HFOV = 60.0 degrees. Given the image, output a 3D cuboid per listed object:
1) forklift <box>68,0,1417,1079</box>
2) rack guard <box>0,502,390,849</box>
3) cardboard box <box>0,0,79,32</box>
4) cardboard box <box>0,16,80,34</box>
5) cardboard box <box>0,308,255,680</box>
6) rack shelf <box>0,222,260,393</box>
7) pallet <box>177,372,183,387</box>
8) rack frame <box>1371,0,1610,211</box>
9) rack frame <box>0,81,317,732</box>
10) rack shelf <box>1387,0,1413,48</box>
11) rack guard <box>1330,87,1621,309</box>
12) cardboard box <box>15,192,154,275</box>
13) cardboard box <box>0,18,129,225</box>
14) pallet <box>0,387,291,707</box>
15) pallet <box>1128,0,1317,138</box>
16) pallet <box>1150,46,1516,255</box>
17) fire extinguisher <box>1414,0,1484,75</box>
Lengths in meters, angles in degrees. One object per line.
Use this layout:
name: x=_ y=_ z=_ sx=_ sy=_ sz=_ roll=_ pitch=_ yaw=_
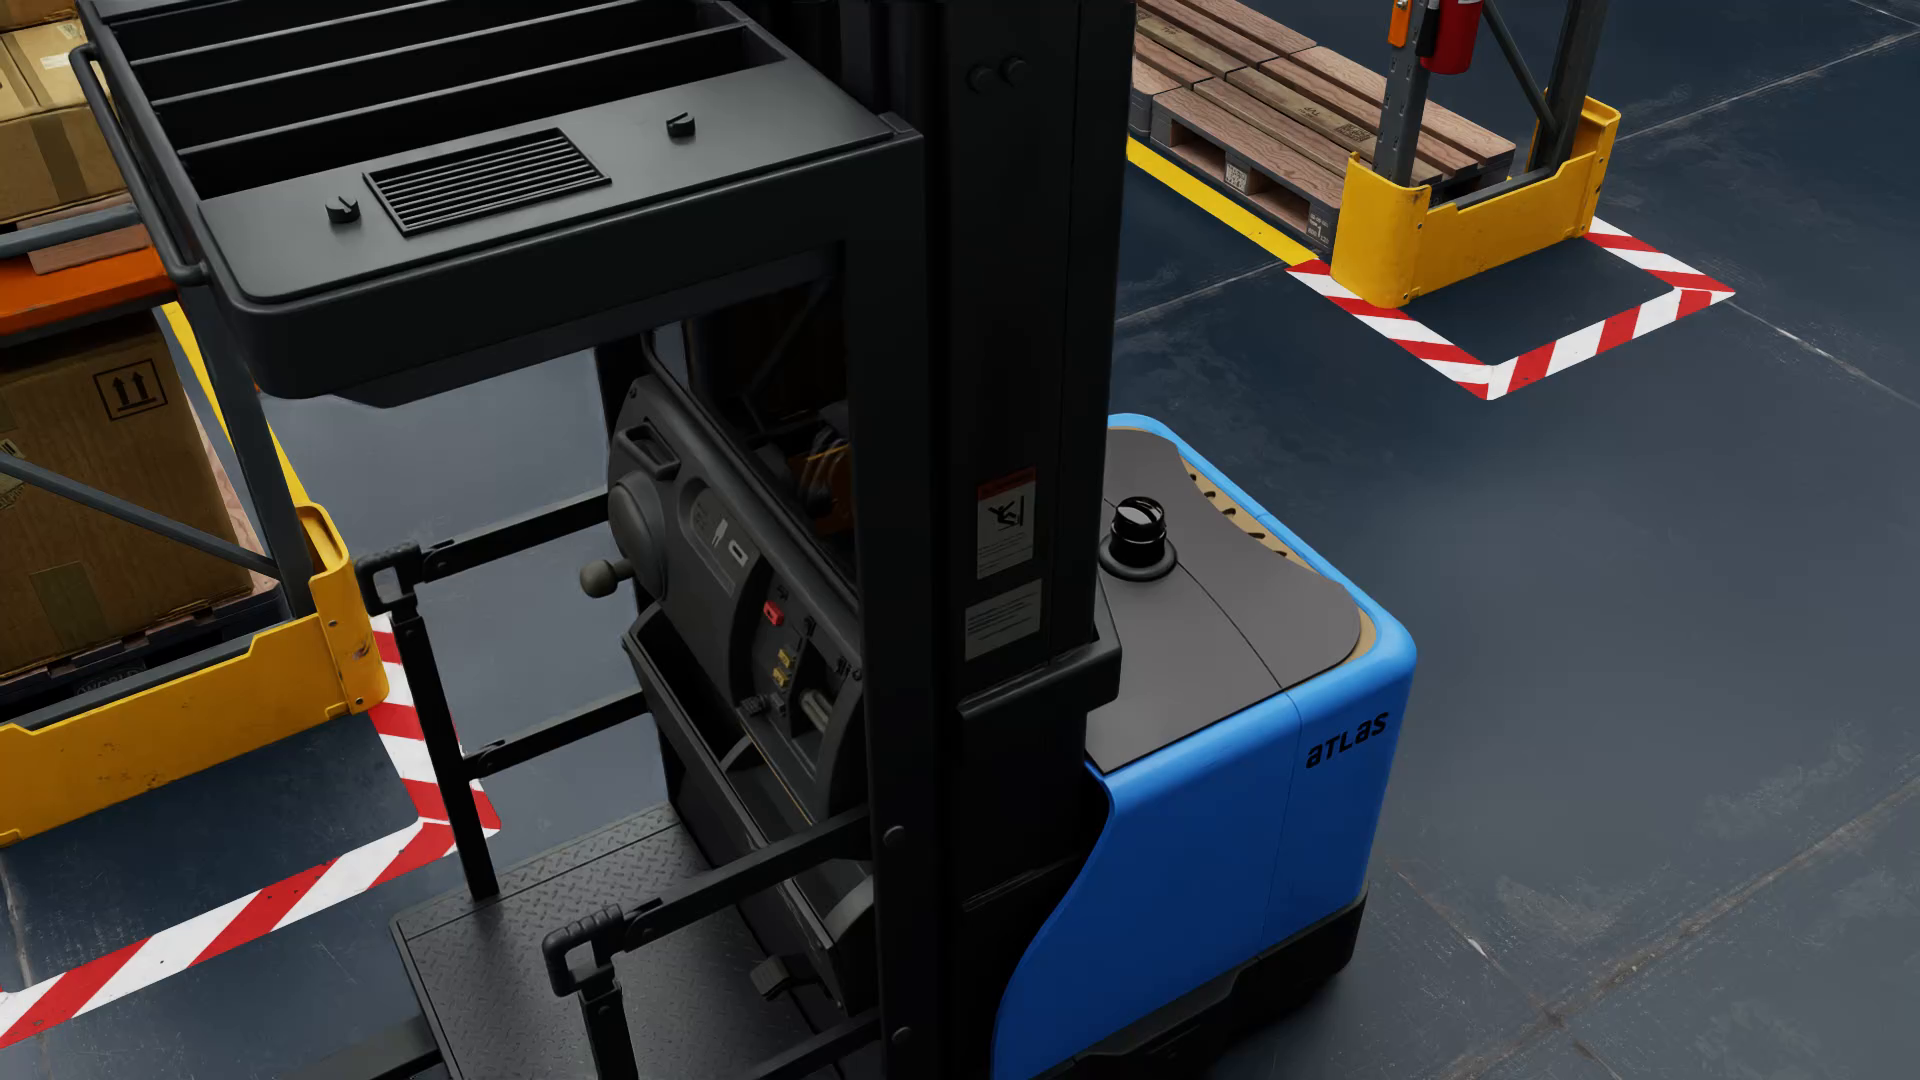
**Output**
forklift: x=-0.585 y=0.125 z=2.810 sx=3.031 sy=2.935 sz=1.130 roll=-21 pitch=44 yaw=-23
rack guard: x=-2.183 y=0.365 z=4.421 sx=1.175 sy=0.500 sz=0.348 roll=-22 pitch=45 yaw=-24
cardboard box: x=-2.496 y=-1.575 z=4.096 sx=0.500 sy=0.500 sz=0.500 roll=-23 pitch=45 yaw=-25
cardboard box: x=-2.512 y=-1.295 z=4.346 sx=0.500 sy=0.250 sz=0.500 roll=-23 pitch=45 yaw=-25
cardboard box: x=-2.608 y=-0.271 z=4.564 sx=0.875 sy=0.875 sz=0.875 roll=-22 pitch=45 yaw=-24
rack shelf: x=-3.272 y=-1.411 z=5.162 sx=1.077 sy=0.370 sz=4.000 roll=-22 pitch=45 yaw=-24
pallet: x=-3.344 y=-0.599 z=5.804 sx=1.003 sy=0.211 sz=1.213 roll=-22 pitch=45 yaw=-24
rack frame: x=1.980 y=-2.313 z=5.683 sx=1.000 sy=3.000 sz=0.127 roll=-22 pitch=45 yaw=-24
rack frame: x=-2.196 y=-0.608 z=3.637 sx=1.000 sy=3.000 sz=0.127 roll=-22 pitch=45 yaw=-24
rack shelf: x=0.904 y=-3.116 z=7.208 sx=1.077 sy=0.370 sz=4.000 roll=-22 pitch=45 yaw=-24
rack guard: x=2.004 y=-1.344 z=6.473 sx=1.175 sy=0.500 sz=0.348 roll=-22 pitch=45 yaw=-24
cardboard box: x=-2.109 y=-0.817 z=4.083 sx=0.380 sy=0.149 sz=0.250 roll=-22 pitch=44 yaw=-24
cardboard box: x=-2.227 y=-1.017 z=4.012 sx=0.500 sy=0.250 sz=0.500 roll=-23 pitch=45 yaw=-25
pallet: x=-2.692 y=0.059 z=5.015 sx=1.003 sy=0.211 sz=1.213 roll=-22 pitch=45 yaw=-24
pallet: x=0.917 y=-2.358 z=7.915 sx=1.003 sy=0.211 sz=1.213 roll=-22 pitch=45 yaw=-24
pallet: x=1.569 y=-1.700 z=7.125 sx=1.003 sy=0.211 sz=1.213 roll=-22 pitch=45 yaw=-24
fire extinguisher: x=1.678 y=-1.902 z=5.541 sx=0.296 sy=0.674 sz=0.183 roll=-22 pitch=45 yaw=-24
